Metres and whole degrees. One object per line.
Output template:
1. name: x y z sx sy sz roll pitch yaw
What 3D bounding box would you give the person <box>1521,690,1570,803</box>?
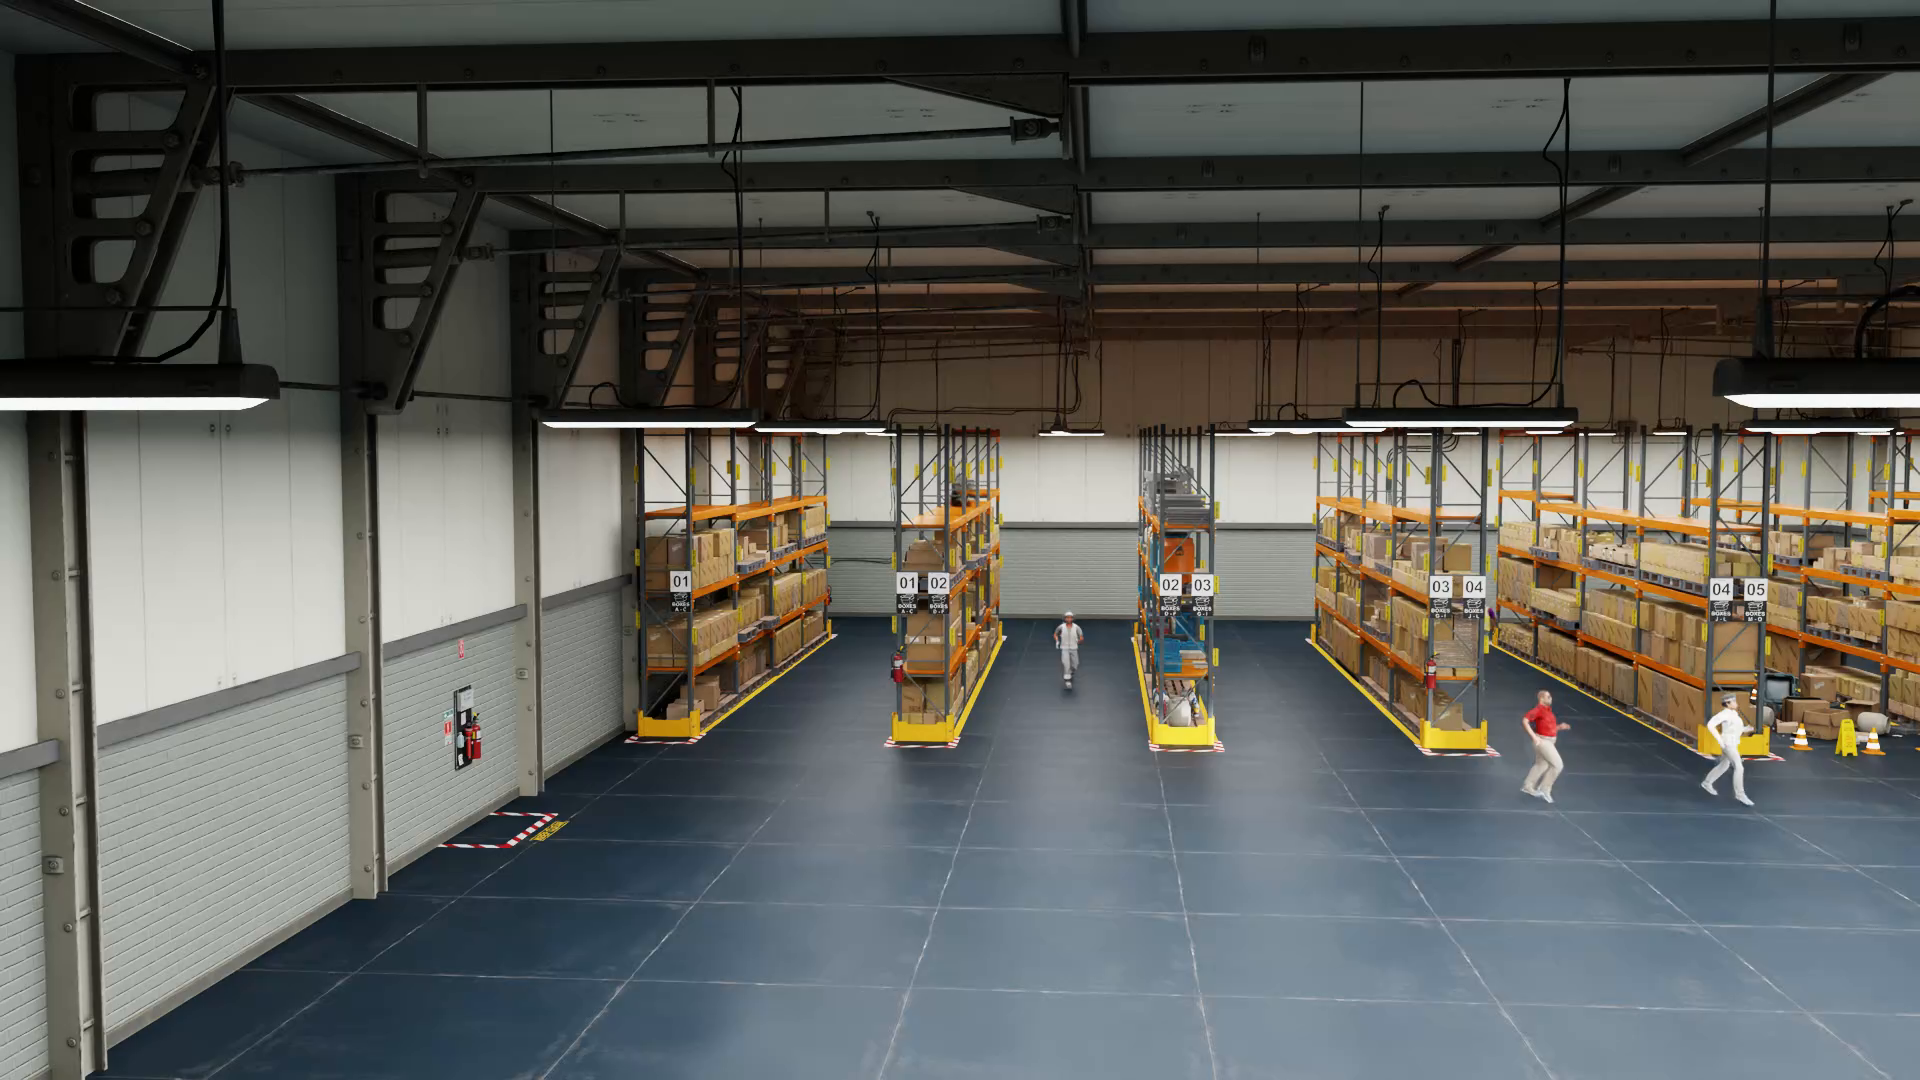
1. person: 9.272 3.273 26.330 0.733 1.778 0.637 2 4 29

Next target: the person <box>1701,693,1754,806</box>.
1. person: 12.133 3.266 26.237 0.809 1.733 0.591 3 5 41

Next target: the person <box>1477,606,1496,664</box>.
1. person: 13.253 2.295 42.263 0.699 1.728 0.543 1 4 13

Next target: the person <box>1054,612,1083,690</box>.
1. person: 2.495 2.524 38.130 0.669 1.760 0.868 0 3 -2
